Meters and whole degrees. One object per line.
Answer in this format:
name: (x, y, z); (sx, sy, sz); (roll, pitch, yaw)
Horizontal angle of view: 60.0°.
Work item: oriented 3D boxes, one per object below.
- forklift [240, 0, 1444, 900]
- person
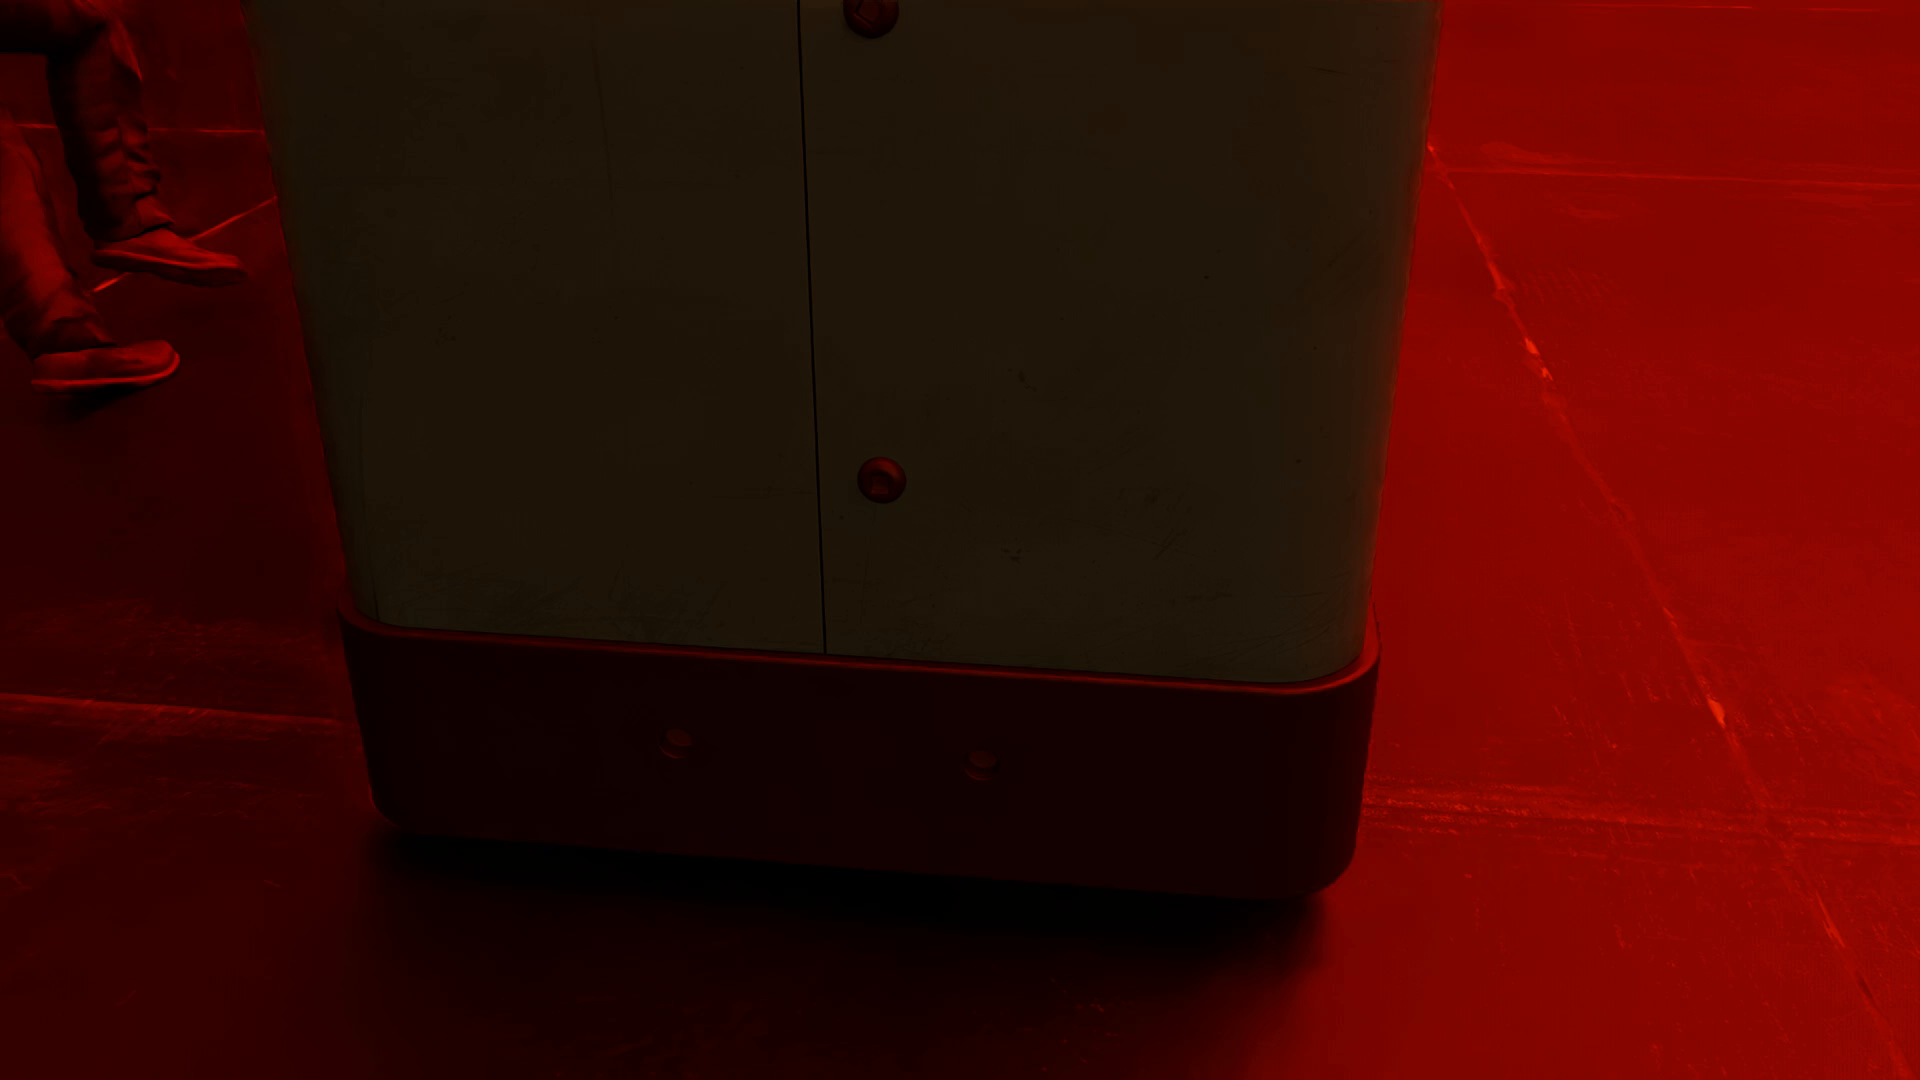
forklift: (0.060, -1.588, 2.399); (1.130, 2.935, 3.031); (3, 27, 6)
person: (-1.705, -1.059, 3.041); (0.922, 1.418, 0.878); (11, 28, 20)
